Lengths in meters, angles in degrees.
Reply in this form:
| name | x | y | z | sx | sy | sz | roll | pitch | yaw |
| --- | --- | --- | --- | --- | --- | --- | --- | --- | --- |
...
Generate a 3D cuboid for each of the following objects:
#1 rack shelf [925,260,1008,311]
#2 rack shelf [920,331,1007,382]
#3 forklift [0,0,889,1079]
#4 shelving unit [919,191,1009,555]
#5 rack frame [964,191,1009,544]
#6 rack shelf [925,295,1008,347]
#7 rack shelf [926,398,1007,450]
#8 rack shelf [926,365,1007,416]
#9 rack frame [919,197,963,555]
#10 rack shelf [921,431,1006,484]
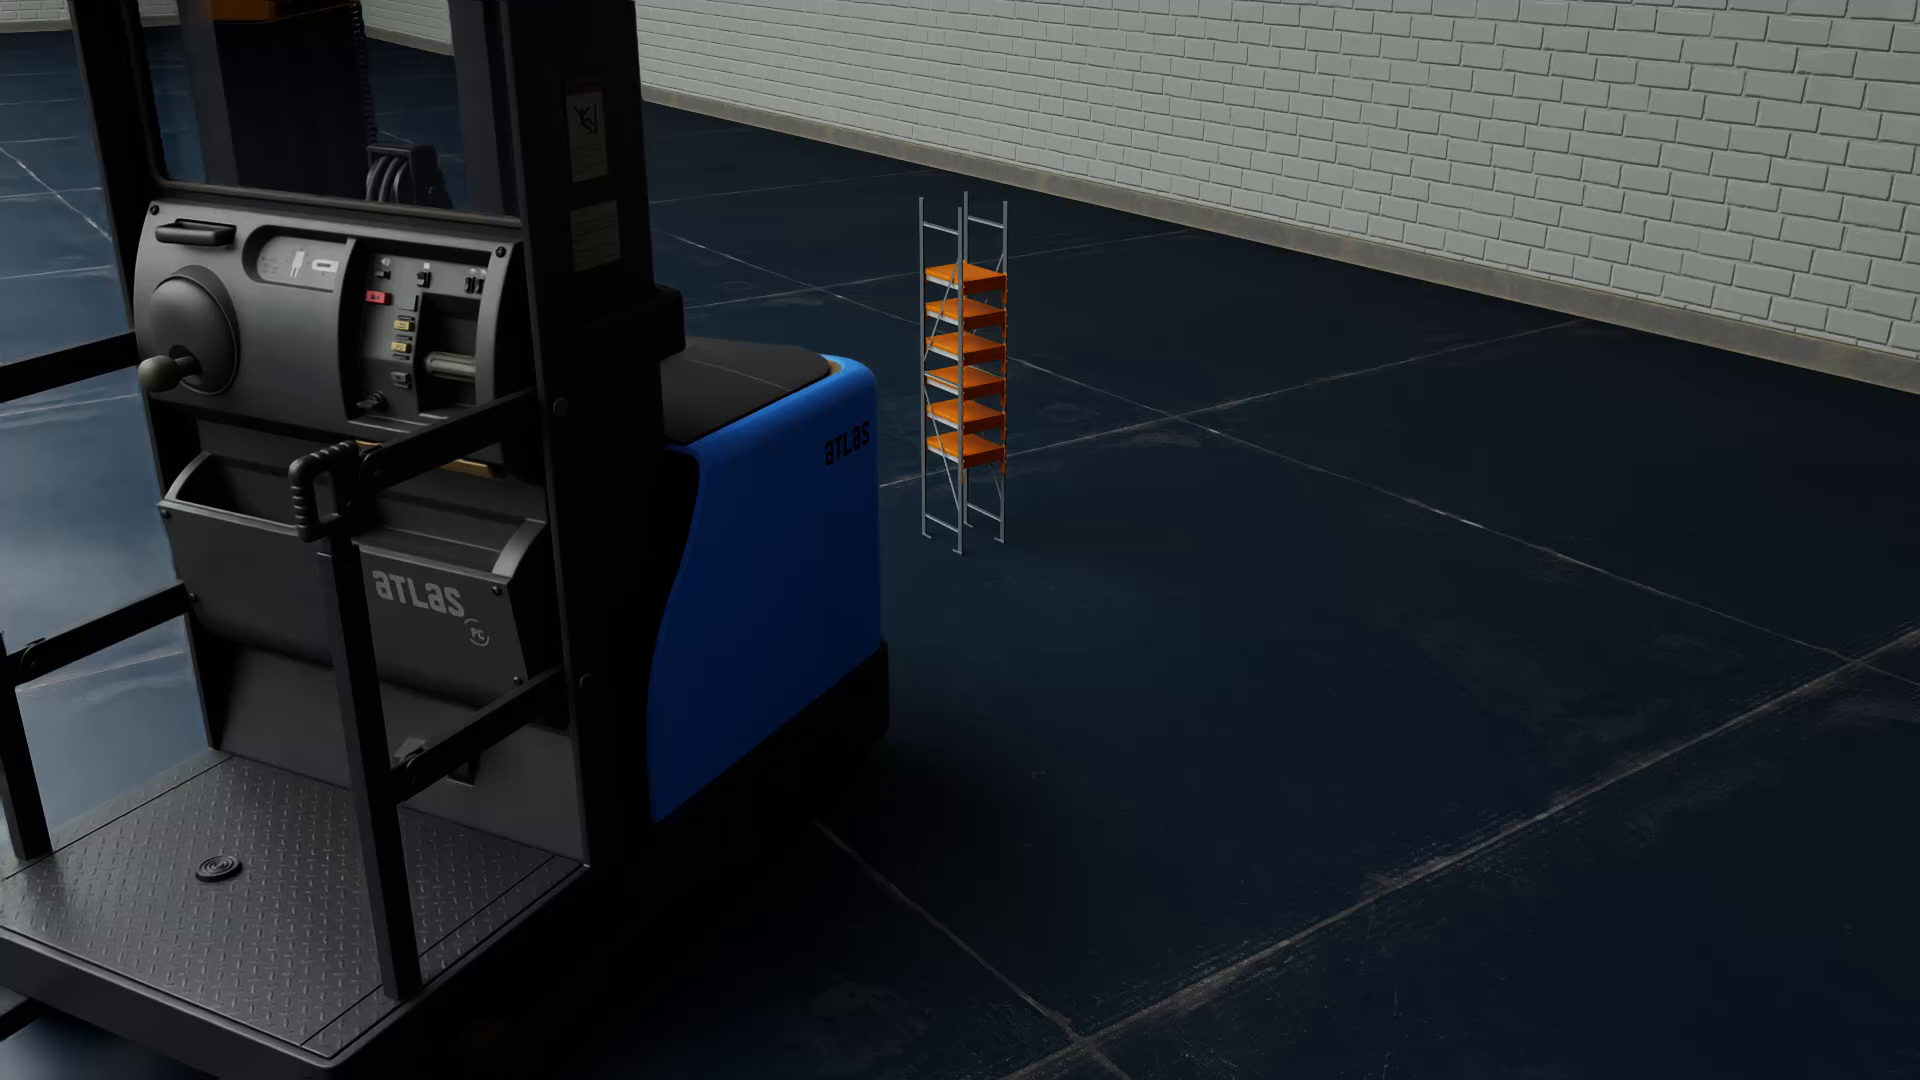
| name | x | y | z | sx | sy | sz | roll | pitch | yaw |
| --- | --- | --- | --- | --- | --- | --- | --- | --- | --- |
| rack shelf | 0.012 | -0.854 | 5.565 | 0.180 | 0.103 | 0.258 | -15 | 26 | -33 |
| rack shelf | 0.012 | -0.631 | 5.654 | 0.180 | 0.103 | 0.258 | -15 | 26 | -33 |
| forklift | -1.305 | -0.403 | 2.951 | 1.130 | 2.935 | 3.031 | 11 | 24 | 25 |
| shelving unit | 0.012 | -0.560 | 5.682 | 0.189 | 1.200 | 0.258 | -15 | 26 | -33 |
| rack frame | 0.086 | -0.580 | 5.731 | 0.006 | 1.200 | 0.240 | -15 | 26 | -33 |
| rack shelf | 0.012 | -0.742 | 5.609 | 0.180 | 0.103 | 0.258 | -15 | 26 | -33 |
| rack shelf | 0.012 | -0.408 | 5.743 | 0.180 | 0.103 | 0.258 | -15 | 26 | -33 |
| rack shelf | 0.012 | -0.519 | 5.698 | 0.180 | 0.103 | 0.258 | -15 | 26 | -33 |
| rack frame | -0.063 | -0.541 | 5.632 | 0.006 | 1.200 | 0.240 | -15 | 26 | -33 |
| rack shelf | 0.012 | -0.296 | 5.787 | 0.180 | 0.103 | 0.258 | -15 | 26 | -33 |
